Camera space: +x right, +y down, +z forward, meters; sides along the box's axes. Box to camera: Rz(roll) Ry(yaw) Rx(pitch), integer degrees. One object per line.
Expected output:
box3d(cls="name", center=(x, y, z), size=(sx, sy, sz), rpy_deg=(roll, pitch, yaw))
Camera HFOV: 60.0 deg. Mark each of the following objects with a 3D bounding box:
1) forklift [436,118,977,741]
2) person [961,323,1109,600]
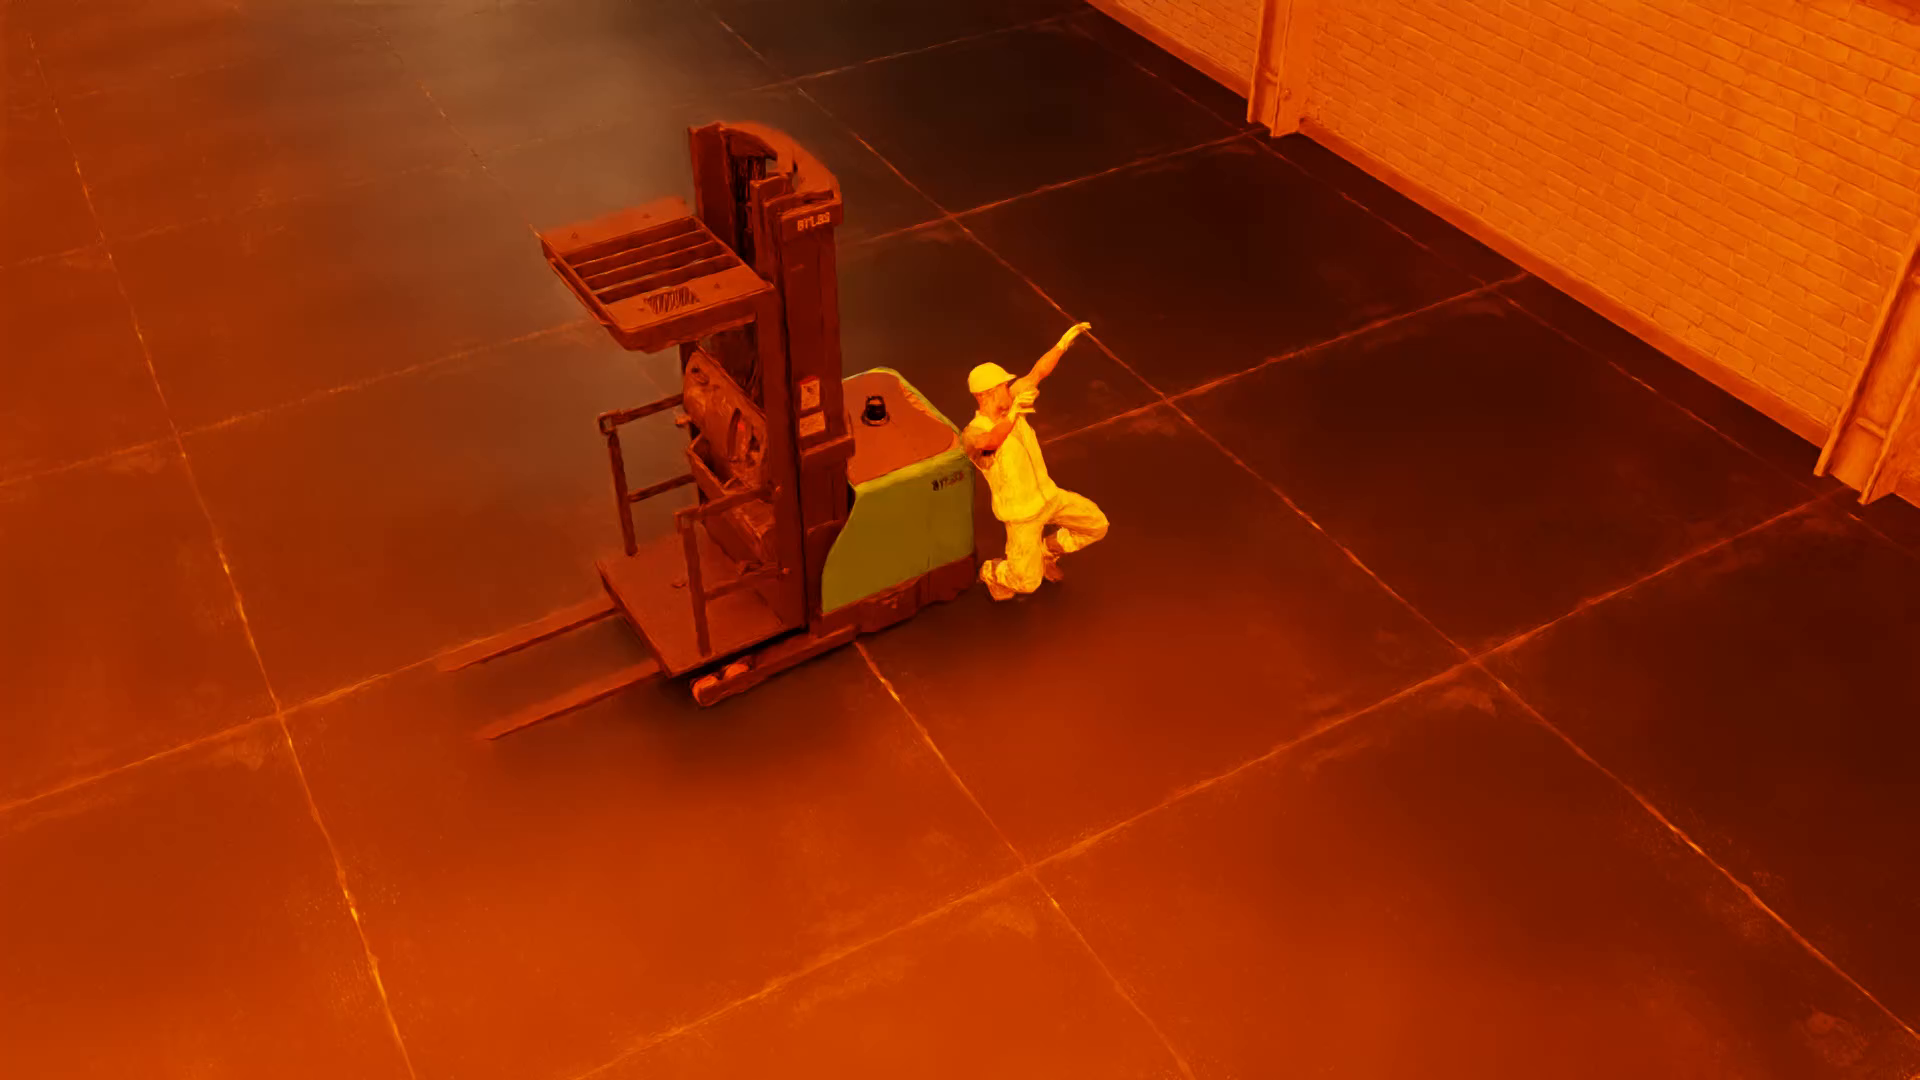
box3d(cls="forklift", center=(-1.423, -0.598, 8.757), size=(3.031, 2.935, 1.130), rpy_deg=(-22, 44, -24))
box3d(cls="person", center=(0.447, -0.390, 9.515), size=(0.804, 1.657, 1.053), rpy_deg=(26, 46, 28))
